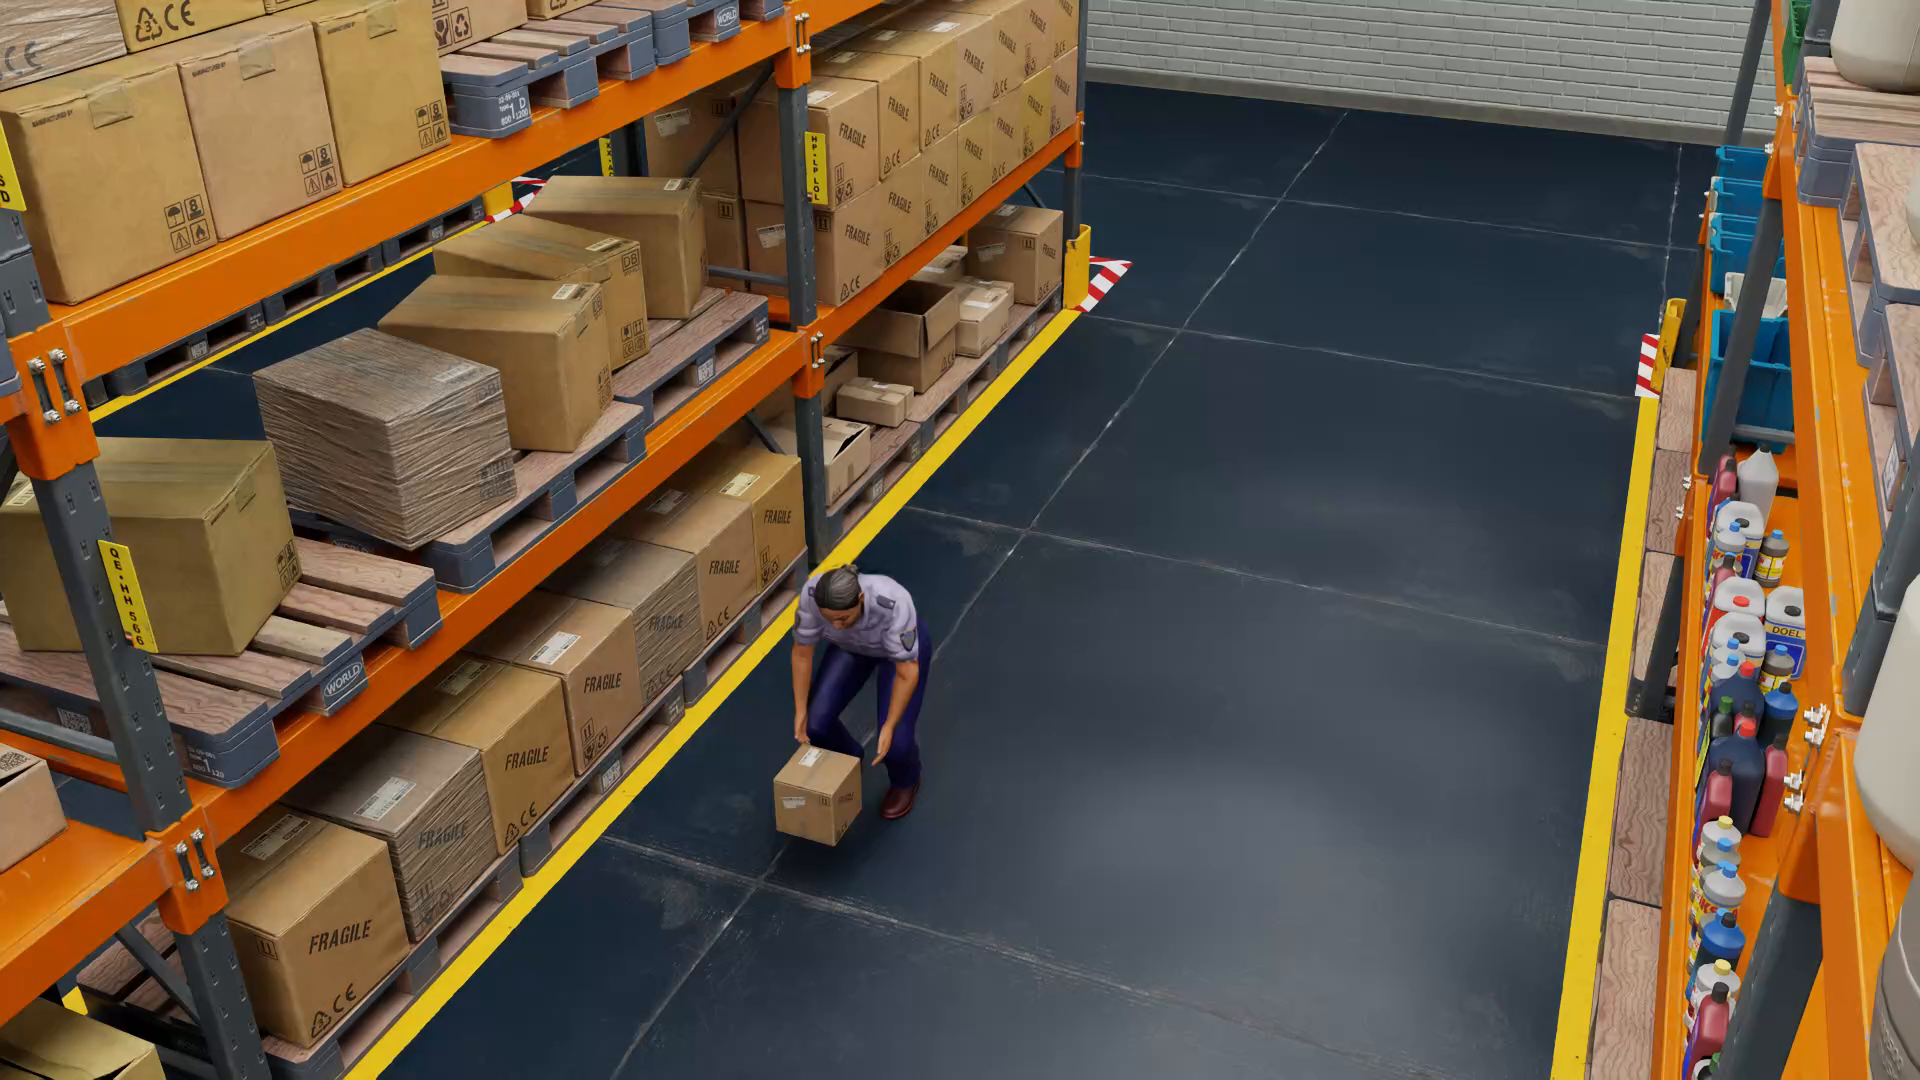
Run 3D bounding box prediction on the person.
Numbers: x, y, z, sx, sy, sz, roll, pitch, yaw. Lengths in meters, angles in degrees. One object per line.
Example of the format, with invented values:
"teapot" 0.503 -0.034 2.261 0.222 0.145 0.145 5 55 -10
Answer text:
"person" -0.360 0.538 6.605 0.538 1.258 0.715 11 32 19
